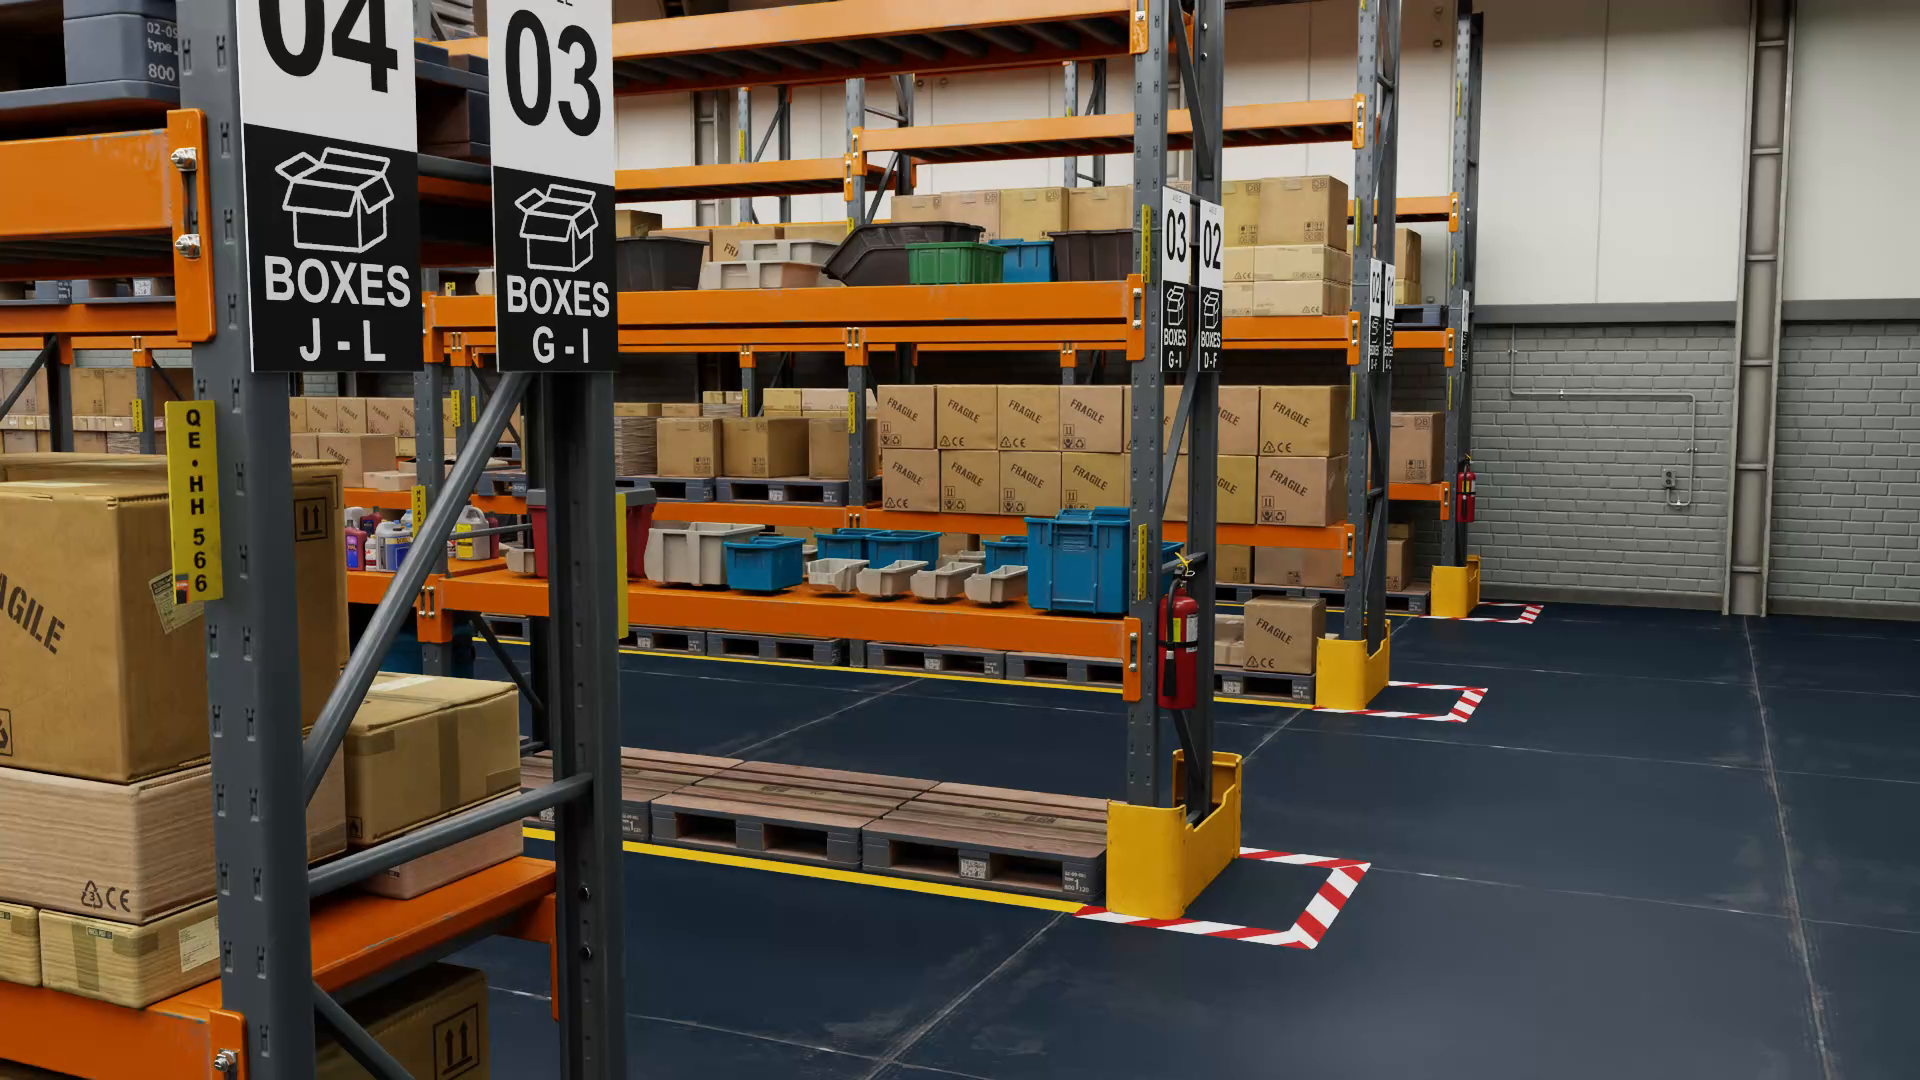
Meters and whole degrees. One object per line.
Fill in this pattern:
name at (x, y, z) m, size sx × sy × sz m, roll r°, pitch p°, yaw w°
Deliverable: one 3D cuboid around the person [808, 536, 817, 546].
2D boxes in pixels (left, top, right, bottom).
person at (-1.097, 0.370, 16.127) m, size 0.802 × 0.834 × 0.435 m, roll 3°, pitch 6°, yaw 23°
